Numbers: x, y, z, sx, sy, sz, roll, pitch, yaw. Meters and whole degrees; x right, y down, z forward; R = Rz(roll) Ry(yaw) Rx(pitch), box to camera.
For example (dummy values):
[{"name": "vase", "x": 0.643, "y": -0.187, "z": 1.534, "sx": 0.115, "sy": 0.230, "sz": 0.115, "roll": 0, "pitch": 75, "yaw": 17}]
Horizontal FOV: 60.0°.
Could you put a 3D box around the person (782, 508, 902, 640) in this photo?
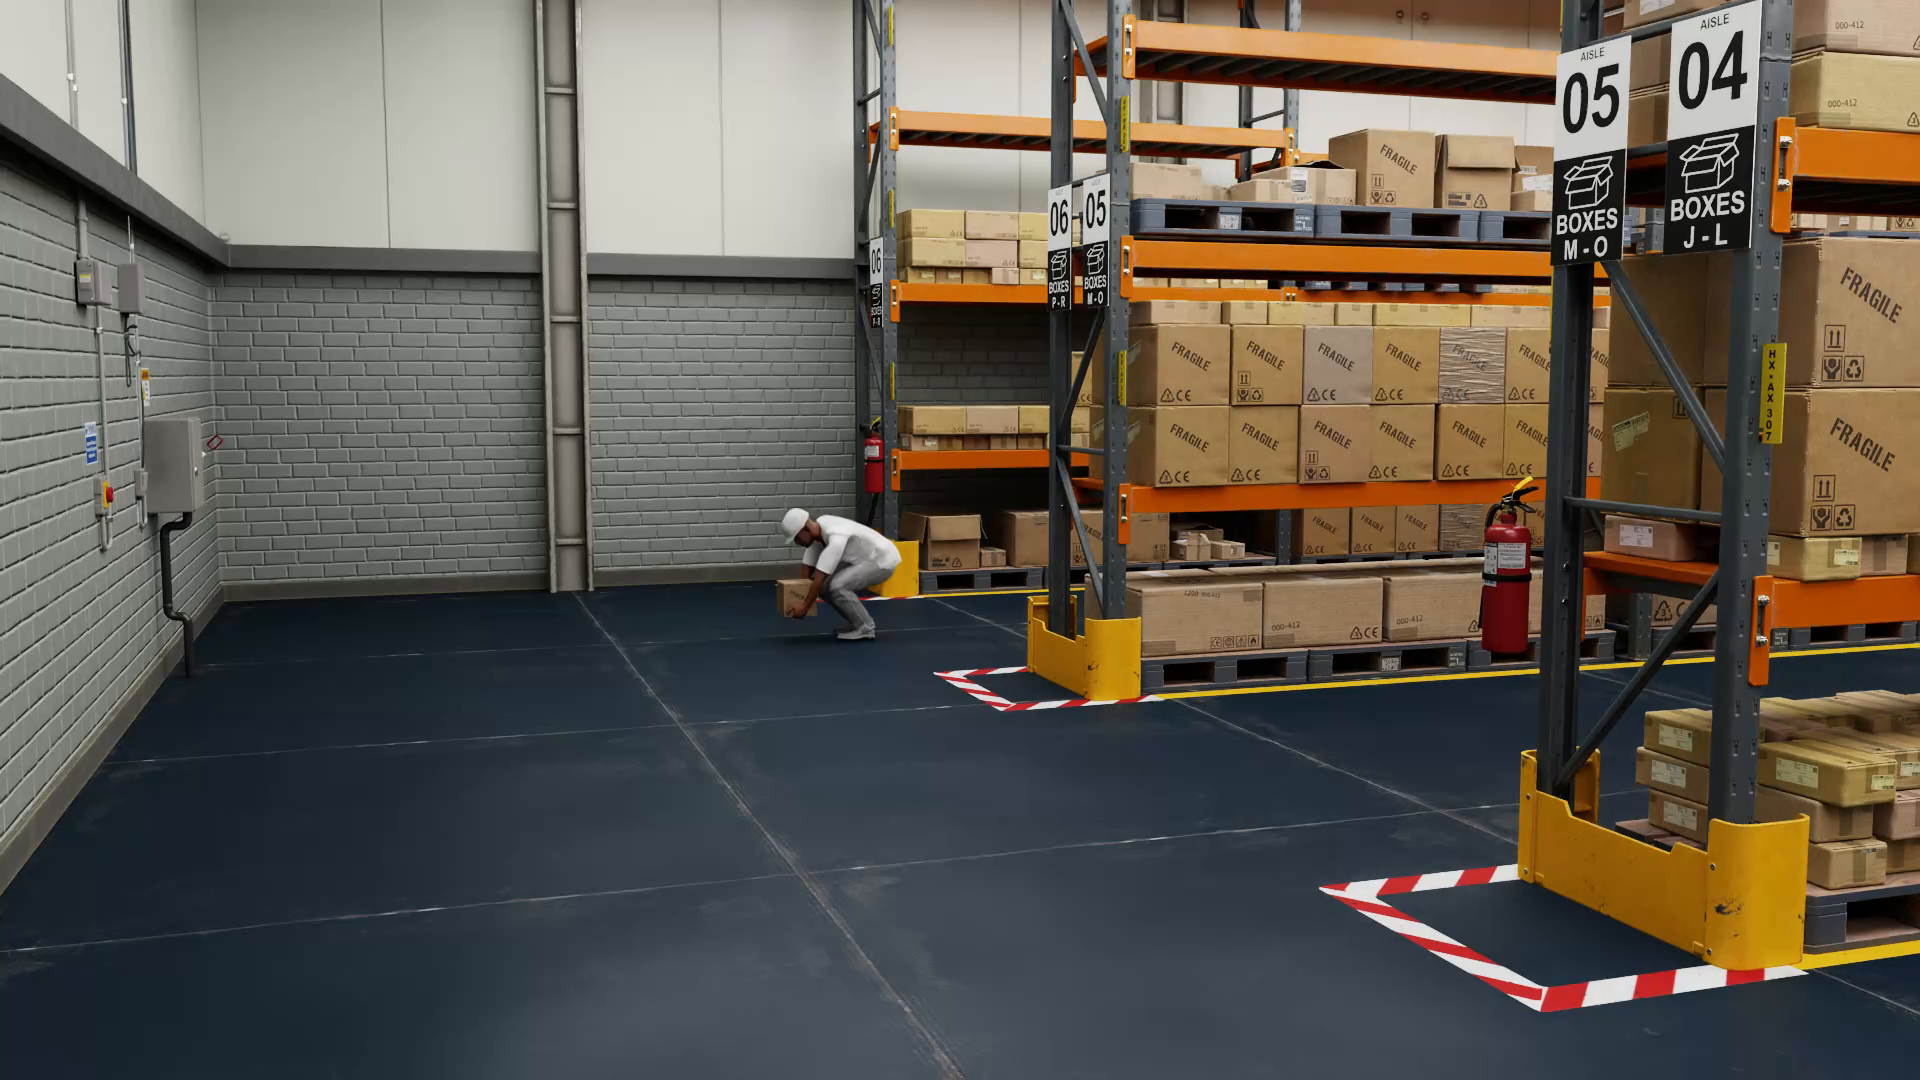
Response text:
[{"name": "person", "x": -0.897, "y": 0.252, "z": 12.543, "sx": 0.919, "sy": 1.008, "sz": 0.532, "roll": -2, "pitch": 6, "yaw": -20}]
